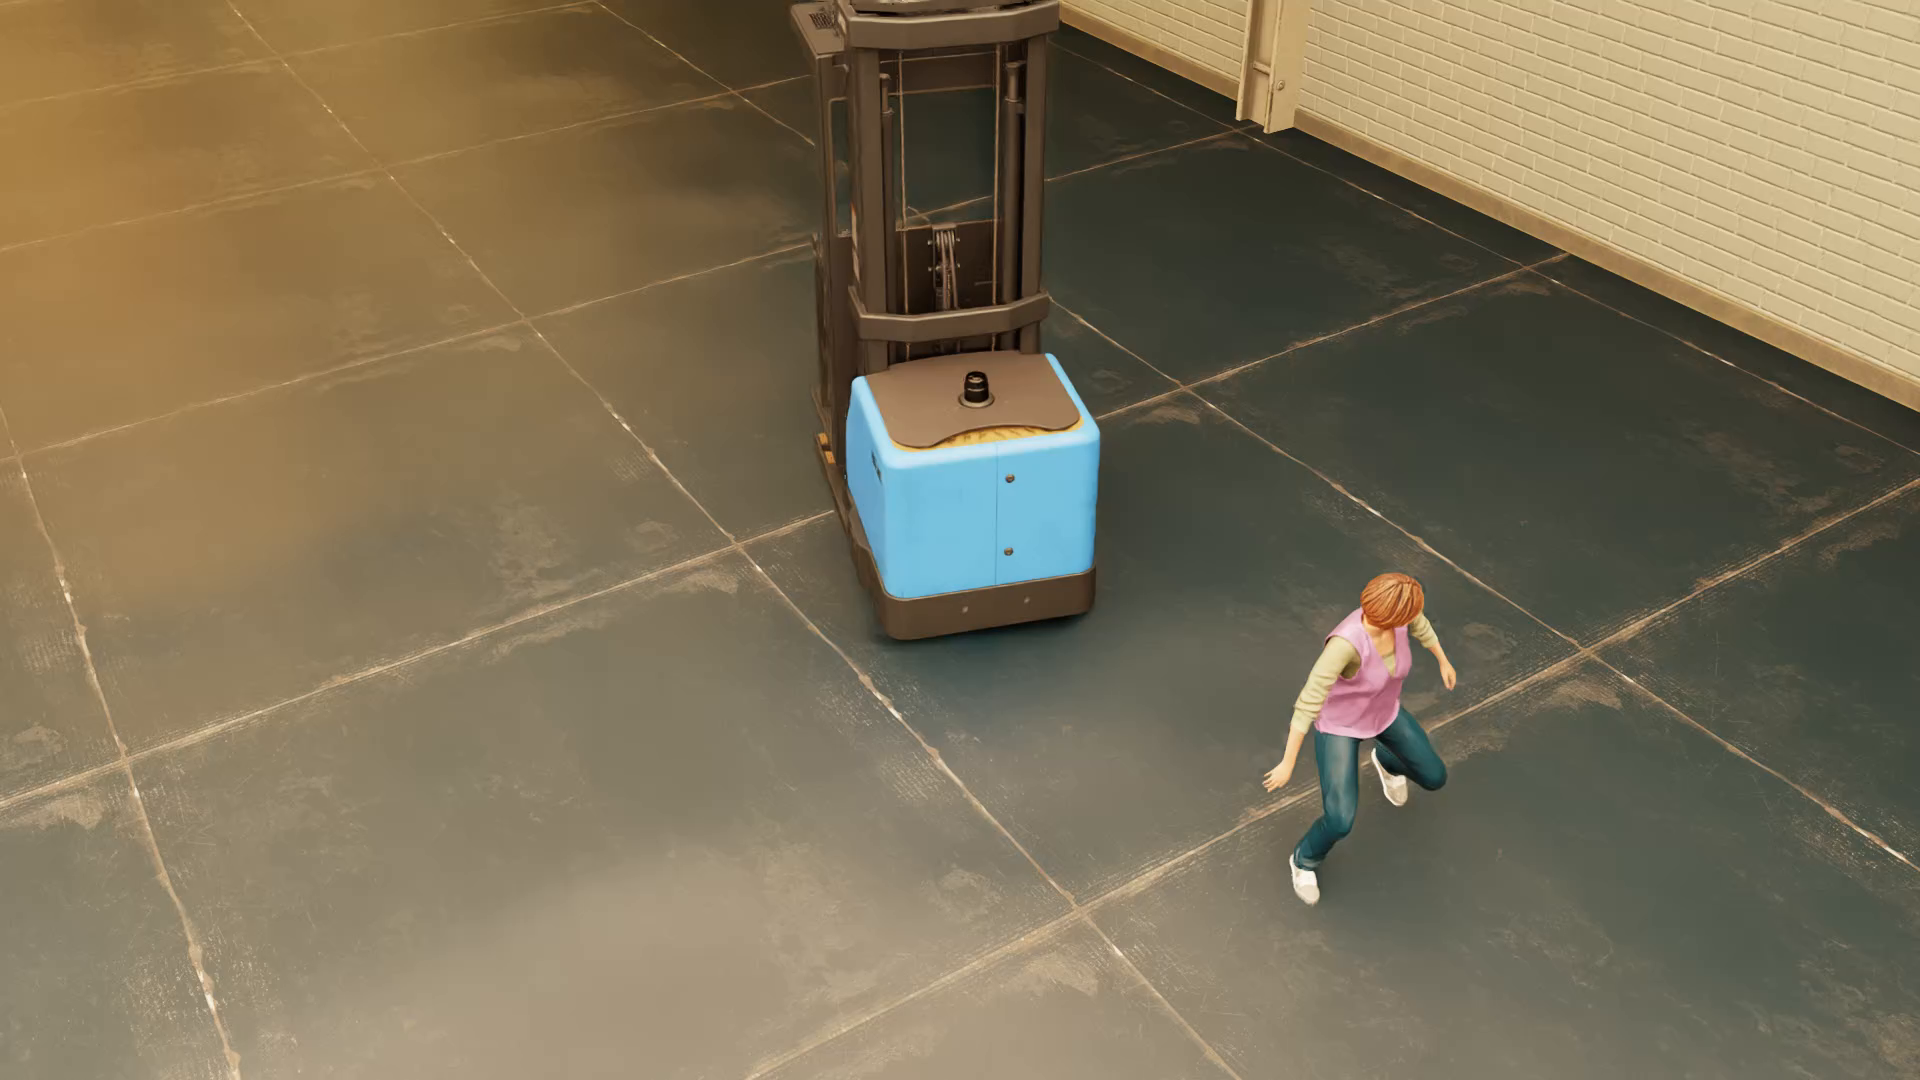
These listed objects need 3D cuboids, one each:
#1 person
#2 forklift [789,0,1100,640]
[{"bbox_3d":[1.545,0.717,6.442,0.946,1.472,0.465,-18,39,-24],"label":"person"},{"bbox_3d":[-0.197,-1.568,8.380,1.130,2.935,3.031,-8,36,-11],"label":"forklift"}]
